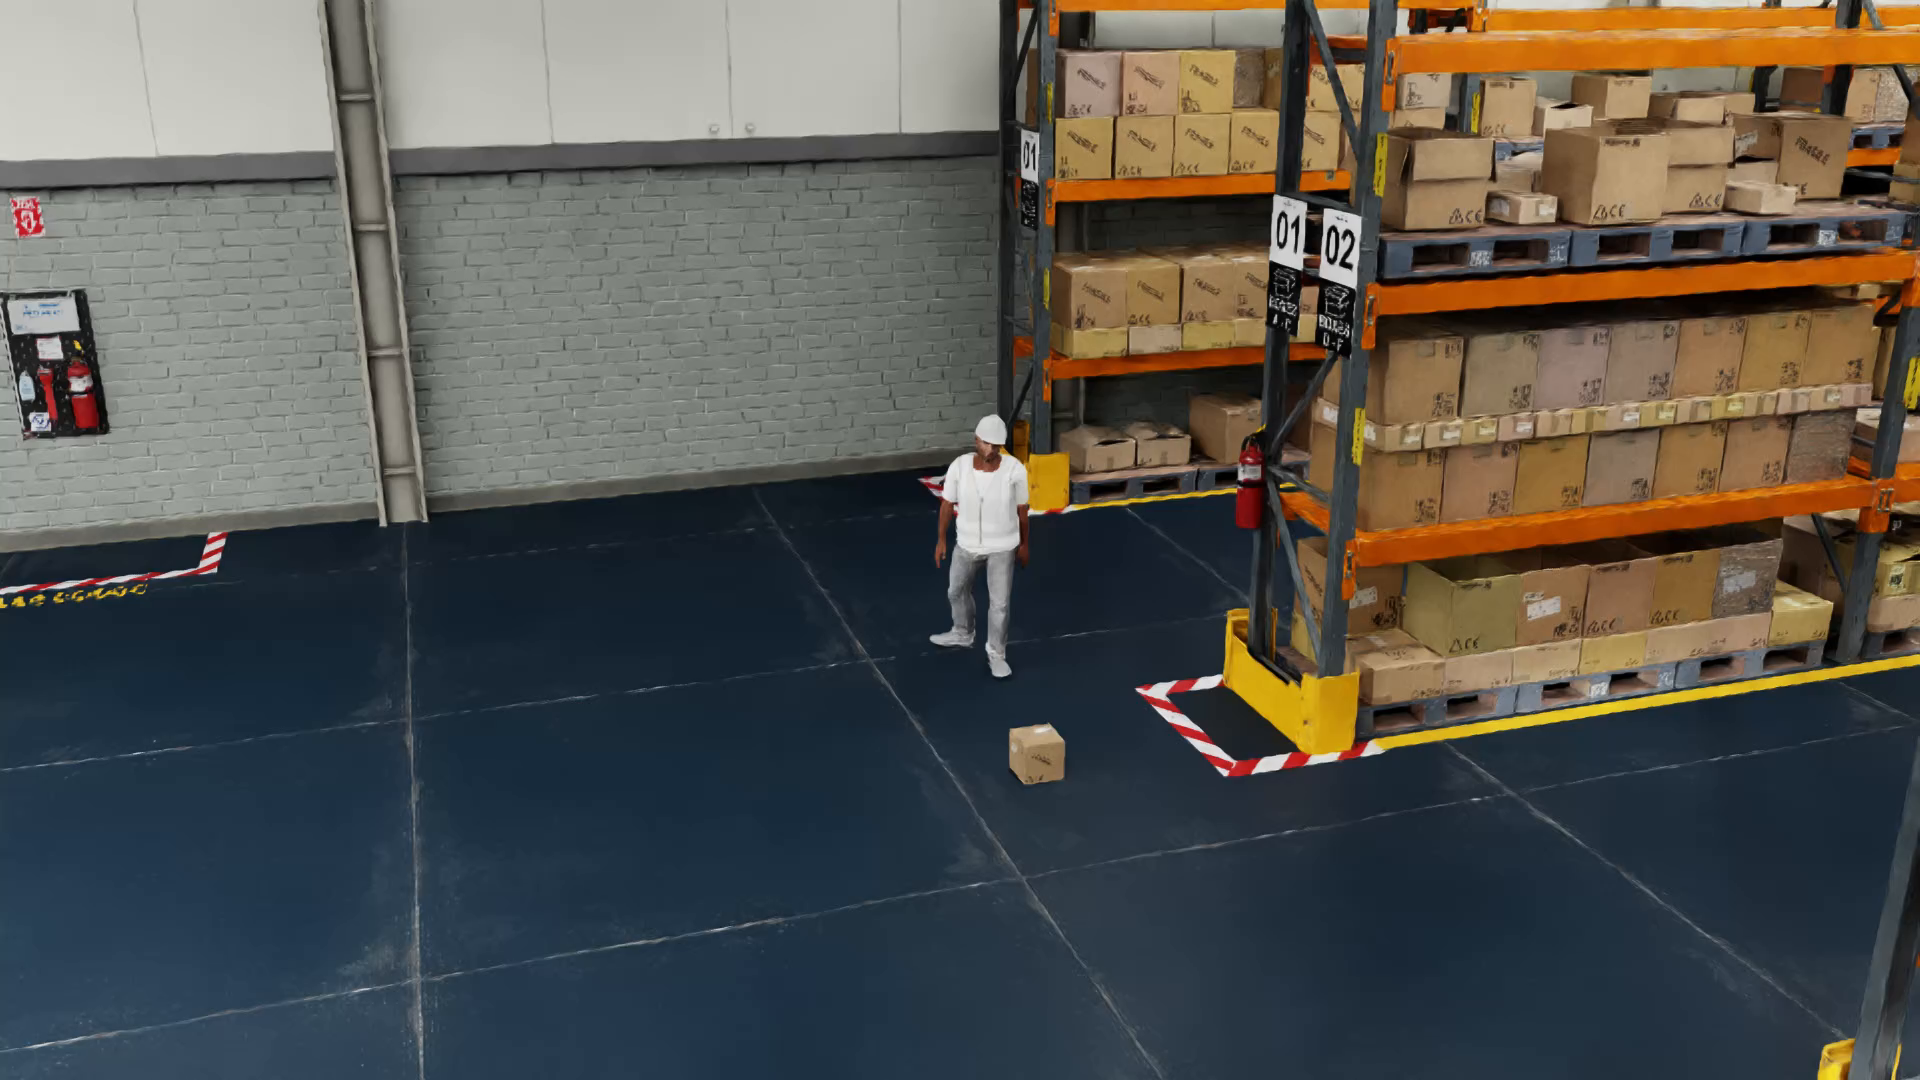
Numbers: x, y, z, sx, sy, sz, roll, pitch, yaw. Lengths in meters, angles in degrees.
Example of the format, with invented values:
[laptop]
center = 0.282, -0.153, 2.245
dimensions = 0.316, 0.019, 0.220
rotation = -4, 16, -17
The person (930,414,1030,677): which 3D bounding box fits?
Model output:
[person]
center = 0.090, 0.001, 11.032
dimensions = 0.737, 1.767, 0.488
rotation = 6, 20, 18
